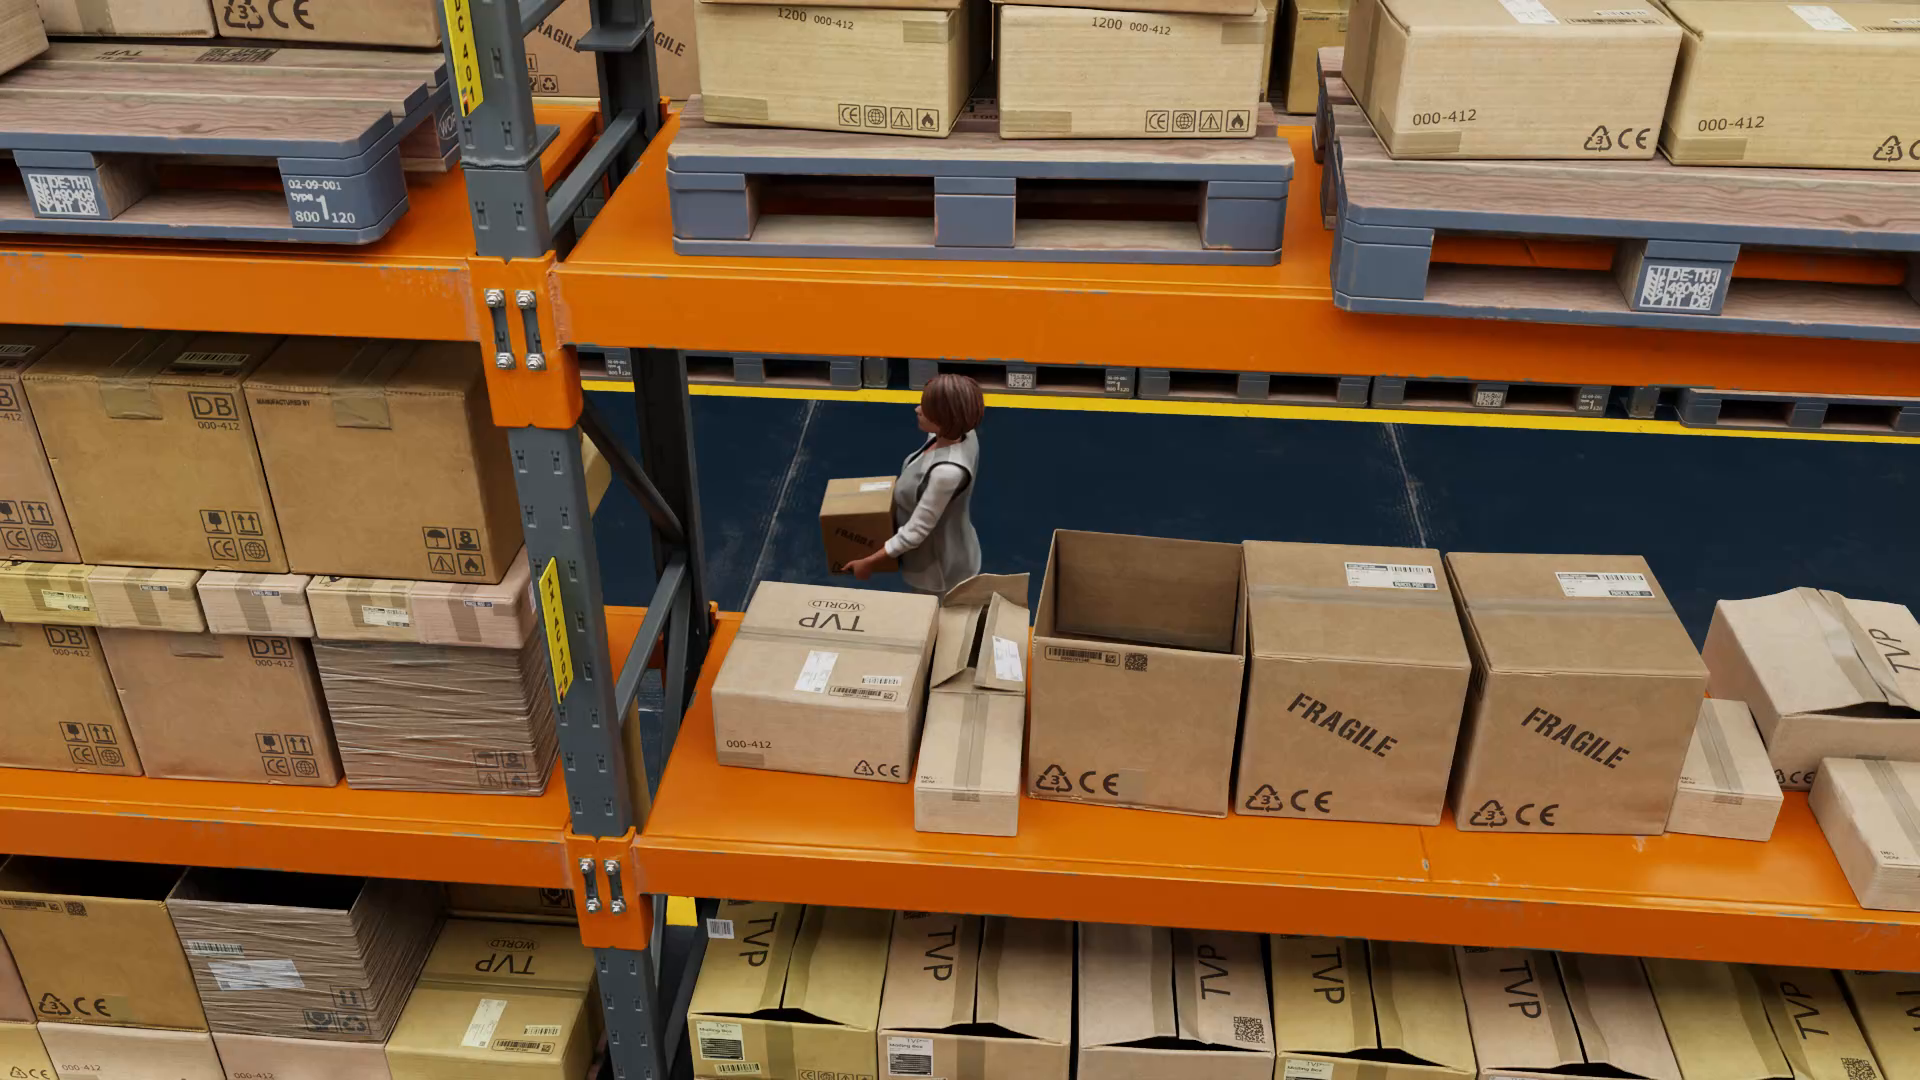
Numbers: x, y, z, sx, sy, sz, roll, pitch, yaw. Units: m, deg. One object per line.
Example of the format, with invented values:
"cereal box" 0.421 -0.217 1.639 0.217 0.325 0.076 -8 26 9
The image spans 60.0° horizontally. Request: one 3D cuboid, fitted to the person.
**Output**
"person" -0.162 0.107 5.982 0.495 1.588 0.407 2 32 3
